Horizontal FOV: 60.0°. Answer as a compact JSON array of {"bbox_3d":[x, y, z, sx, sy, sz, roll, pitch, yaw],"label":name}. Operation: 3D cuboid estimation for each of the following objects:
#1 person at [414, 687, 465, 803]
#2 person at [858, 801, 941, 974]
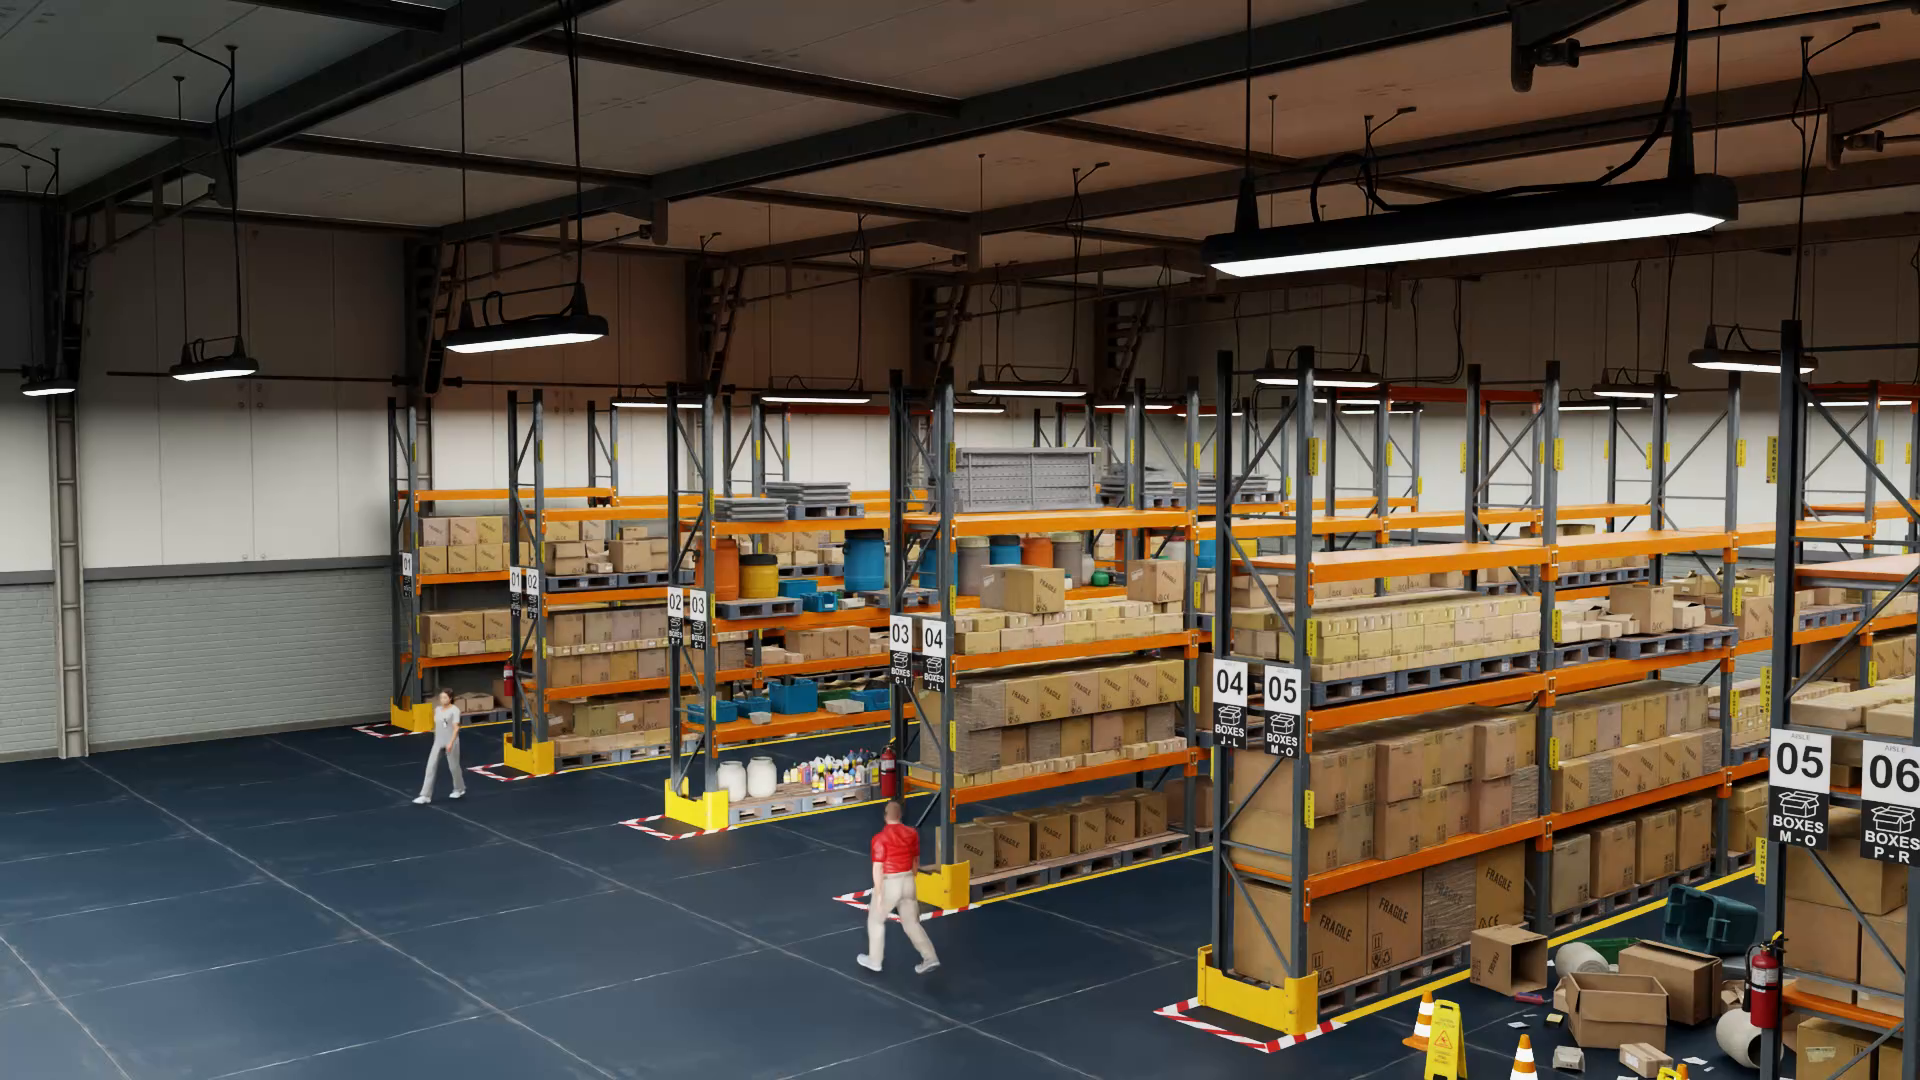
[{"bbox_3d":[-7.432,2.938,23.865,0.492,1.634,0.829,1,3,13],"label":"person"},{"bbox_3d":[-0.617,3.372,16.083,0.539,1.682,1.019,-3,4,-39],"label":"person"}]
